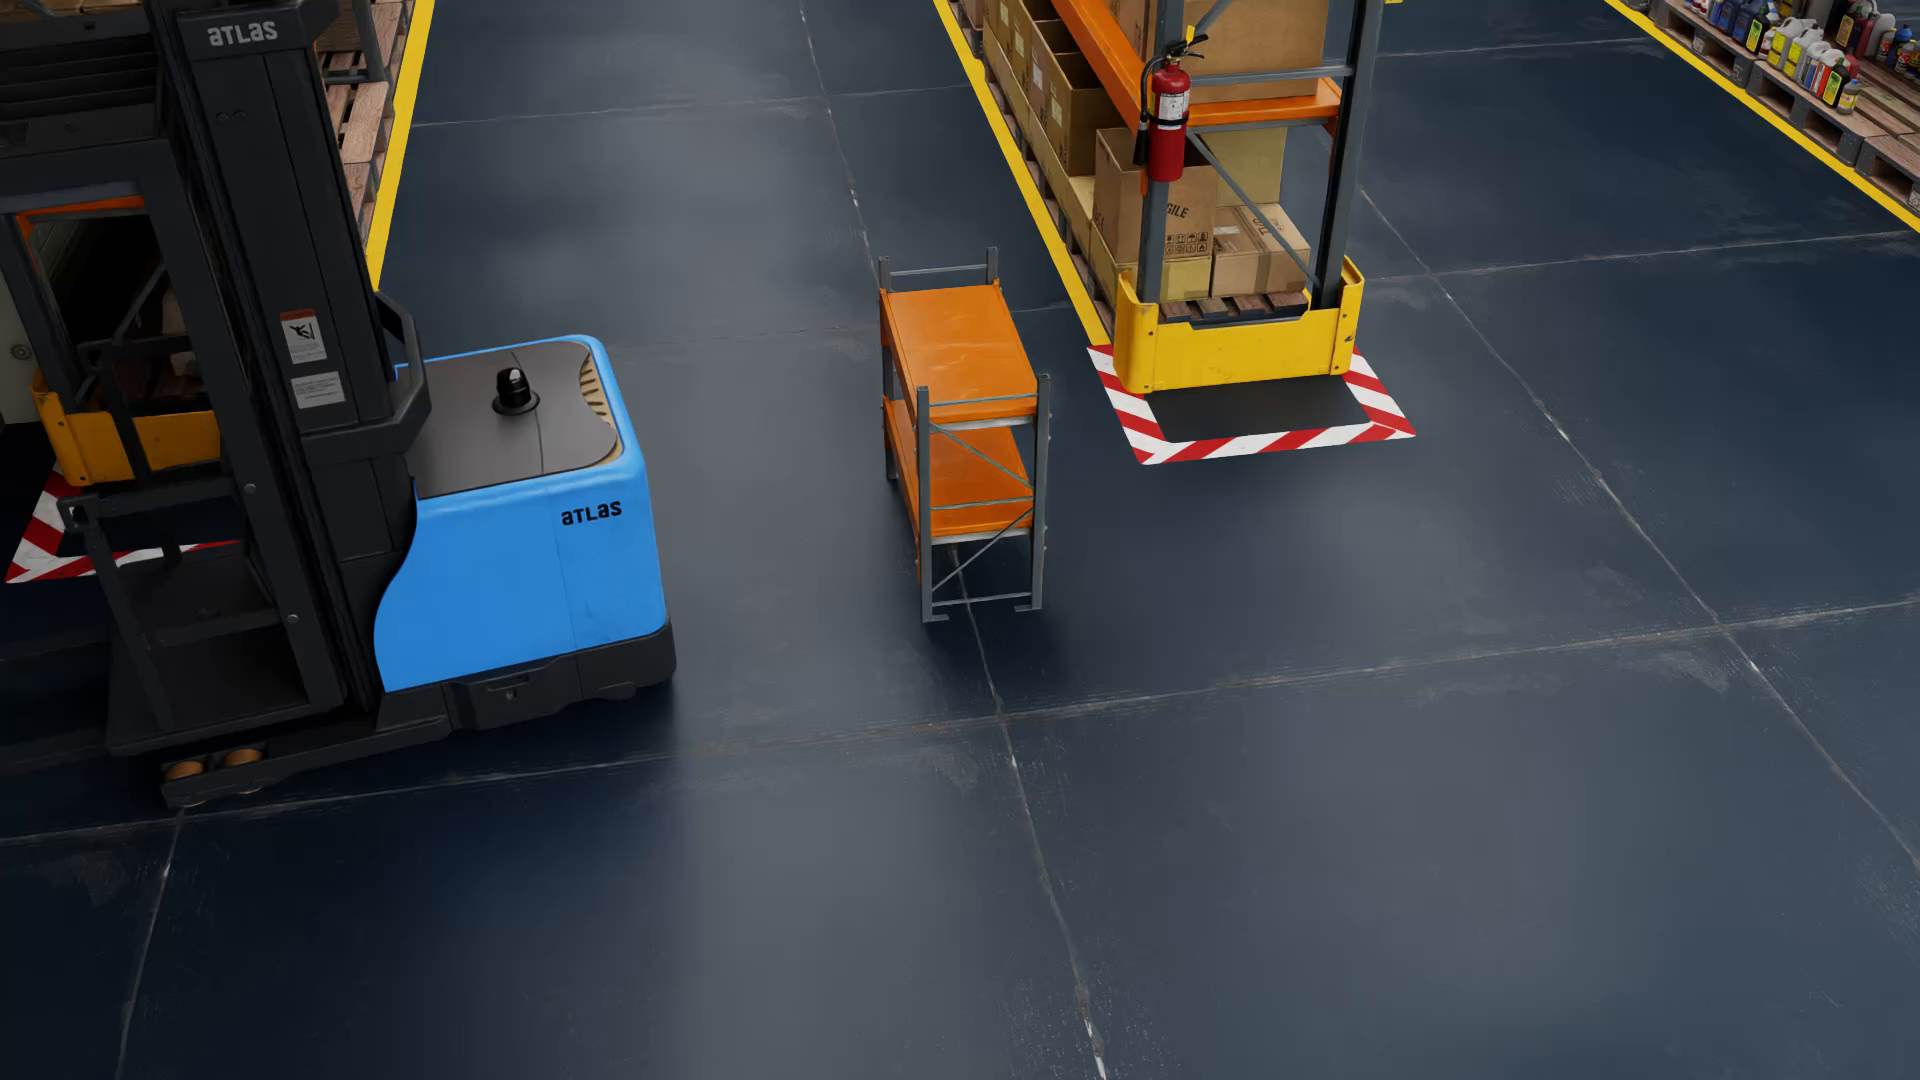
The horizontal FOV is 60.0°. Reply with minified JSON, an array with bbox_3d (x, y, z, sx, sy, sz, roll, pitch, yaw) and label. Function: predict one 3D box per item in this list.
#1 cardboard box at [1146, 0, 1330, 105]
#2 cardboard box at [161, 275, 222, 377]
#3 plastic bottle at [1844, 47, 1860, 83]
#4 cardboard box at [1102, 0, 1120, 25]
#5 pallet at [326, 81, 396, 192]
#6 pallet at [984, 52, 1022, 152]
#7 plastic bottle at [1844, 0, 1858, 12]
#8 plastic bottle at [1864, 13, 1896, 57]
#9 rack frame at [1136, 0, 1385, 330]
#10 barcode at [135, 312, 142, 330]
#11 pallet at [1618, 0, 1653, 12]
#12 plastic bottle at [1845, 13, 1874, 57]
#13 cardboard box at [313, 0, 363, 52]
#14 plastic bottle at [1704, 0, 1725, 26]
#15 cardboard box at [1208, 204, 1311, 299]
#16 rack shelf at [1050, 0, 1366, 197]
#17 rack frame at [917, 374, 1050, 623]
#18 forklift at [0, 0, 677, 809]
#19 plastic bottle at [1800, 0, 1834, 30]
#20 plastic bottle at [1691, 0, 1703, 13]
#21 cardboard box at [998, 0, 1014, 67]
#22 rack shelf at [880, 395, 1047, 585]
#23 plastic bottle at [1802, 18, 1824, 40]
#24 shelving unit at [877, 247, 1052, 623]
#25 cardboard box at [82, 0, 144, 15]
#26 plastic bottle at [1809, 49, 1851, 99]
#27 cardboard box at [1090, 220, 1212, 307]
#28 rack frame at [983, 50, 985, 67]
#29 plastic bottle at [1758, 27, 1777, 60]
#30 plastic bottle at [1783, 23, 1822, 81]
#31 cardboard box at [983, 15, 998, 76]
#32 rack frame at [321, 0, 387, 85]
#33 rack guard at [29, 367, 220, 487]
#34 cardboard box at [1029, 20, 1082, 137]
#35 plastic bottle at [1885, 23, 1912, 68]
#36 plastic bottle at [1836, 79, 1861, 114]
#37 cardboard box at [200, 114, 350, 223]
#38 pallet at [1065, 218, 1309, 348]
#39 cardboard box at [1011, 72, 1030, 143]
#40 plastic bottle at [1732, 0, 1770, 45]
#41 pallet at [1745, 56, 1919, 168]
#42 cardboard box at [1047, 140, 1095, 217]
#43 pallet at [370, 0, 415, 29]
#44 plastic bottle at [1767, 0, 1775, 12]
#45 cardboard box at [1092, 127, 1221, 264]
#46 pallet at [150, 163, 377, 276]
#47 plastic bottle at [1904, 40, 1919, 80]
[{"bbox_3d":[1.292,-2.400,7.813,0.700,0.500,0.500,-6,38,-8],"label":"cardboard box"},{"bbox_3d":[-3.548,-1.082,8.031,0.500,0.311,0.500,-10,39,-13],"label":"cardboard box"},{"bbox_3d":[5.572,-2.938,10.442,0.061,0.283,0.133,-6,38,-8],"label":"plastic bottle"},{"bbox_3d":[1.113,-3.017,8.608,0.700,0.500,0.500,-6,38,-8],"label":"cardboard box"},{"bbox_3d":[-4.064,-2.455,10.238,1.003,0.211,1.213,-6,38,-8],"label":"pallet"},{"bbox_3d":[0.758,-2.907,10.820,1.003,0.211,1.213,-6,38,-8],"label":"pallet"},{"bbox_3d":[6.037,-3.557,11.239,0.061,0.283,0.133,-4,38,-5],"label":"plastic bottle"},{"bbox_3d":[6.048,-3.355,10.984,0.152,0.276,0.135,-6,38,-7],"label":"plastic bottle"},{"bbox_3d":[1.361,-2.077,7.479,1.000,3.000,0.127,-6,38,-8],"label":"rack frame"},{"bbox_3d":[-3.945,-1.053,7.987,0.001,0.075,0.075,-6,38,-8],"label":"barcode"},{"bbox_3d":[5.361,-4.393,12.732,1.003,0.211,1.213,-6,38,-8],"label":"pallet"},{"bbox_3d":[5.944,-3.346,10.967,0.061,0.283,0.133,-6,38,-8],"label":"plastic bottle"},{"bbox_3d":[-4.362,-3.588,11.102,0.700,0.500,0.500,-5,38,-6],"label":"cardboard box"},{"bbox_3d":[5.245,-3.690,11.416,0.152,0.276,0.135,-5,38,-6],"label":"plastic bottle"},{"bbox_3d":[1.486,-1.505,8.642,0.500,0.250,0.500,-6,38,-8],"label":"cardboard box"},{"bbox_3d":[1.010,-3.001,9.255,1.077,0.370,4.000,-6,38,-8],"label":"rack shelf"},{"bbox_3d":[0.088,-0.141,6.515,0.500,1.125,0.032,-6,38,-8],"label":"rack frame"},{"bbox_3d":[-2.681,-0.560,5.582,3.031,2.935,1.130,-12,39,-15],"label":"forklift"},{"bbox_3d":[5.826,-3.617,11.322,0.152,0.276,0.135,-6,38,-8],"label":"plastic bottle"},{"bbox_3d":[5.179,-3.792,11.608,0.097,0.201,0.097,0,38,0],"label":"plastic bottle"},{"bbox_3d":[0.528,-3.255,10.282,0.500,0.500,0.500,-6,38,-8],"label":"cardboard box"},{"bbox_3d":[-0.001,-0.255,7.060,0.538,0.278,1.000,-6,38,-8],"label":"rack shelf"},{"bbox_3d":[5.519,-3.250,10.850,0.152,0.276,0.135,-6,38,-8],"label":"plastic bottle"},{"bbox_3d":[-0.001,-0.448,6.910,0.538,1.125,1.048,-6,38,-8],"label":"shelving unit"},{"bbox_3d":[-3.303,-2.108,7.013,0.500,0.500,0.500,-6,38,-8],"label":"cardboard box"},{"bbox_3d":[5.467,-2.923,10.429,0.152,0.276,0.135,-6,38,-8],"label":"plastic bottle"},{"bbox_3d":[0.976,-1.450,8.570,0.500,0.250,0.500,-6,38,-8],"label":"cardboard box"},{"bbox_3d":[0.660,-4.493,10.589,1.000,3.000,0.127,-6,38,-8],"label":"rack frame"},{"bbox_3d":[5.329,-3.273,10.940,0.097,0.201,0.097,0,38,0],"label":"plastic bottle"},{"bbox_3d":[5.410,-3.136,10.643,0.144,0.351,0.185,-5,38,-6],"label":"plastic bottle"},{"bbox_3d":[0.442,-3.261,10.901,0.500,0.250,0.500,-6,38,-8],"label":"cardboard box"},{"bbox_3d":[-4.217,-3.958,9.900,1.000,3.000,0.127,-6,38,-8],"label":"rack frame"},{"bbox_3d":[-3.529,-0.601,7.616,1.175,0.500,0.348,-6,38,-8],"label":"rack guard"},{"bbox_3d":[0.698,-2.650,9.504,0.500,0.500,0.500,-6,38,-8],"label":"cardboard box"},{"bbox_3d":[6.114,-3.223,10.819,0.097,0.271,0.097,0,38,0],"label":"plastic bottle"},{"bbox_3d":[5.485,-2.739,10.253,0.097,0.201,0.097,0,38,0],"label":"plastic bottle"},{"bbox_3d":[-3.728,-1.949,8.993,0.700,0.500,0.500,-9,39,-11],"label":"cardboard box"},{"bbox_3d":[1.185,-1.434,8.923,1.003,0.211,1.213,-6,38,-8],"label":"pallet"},{"bbox_3d":[0.608,-2.656,10.122,0.500,0.250,0.500,-6,38,-8],"label":"cardboard box"},{"bbox_3d":[5.303,-3.505,11.118,0.144,0.351,0.185,-8,39,-10],"label":"plastic bottle"},{"bbox_3d":[5.831,-2.774,10.649,1.003,0.211,1.213,-6,38,-8],"label":"pallet"},{"bbox_3d":[0.787,-2.052,9.345,0.500,0.250,0.500,-6,38,-8],"label":"cardboard box"},{"bbox_3d":[-4.572,-4.066,12.311,1.003,0.211,1.213,-6,38,-8],"label":"pallet"},{"bbox_3d":[5.414,-3.513,11.193,0.097,0.271,0.097,0,38,0],"label":"plastic bottle"},{"bbox_3d":[0.974,-1.745,8.339,0.500,0.500,0.500,-6,38,-8],"label":"cardboard box"},{"bbox_3d":[-3.847,-1.717,9.288,1.003,0.211,1.213,-6,38,-8],"label":"pallet"},{"bbox_3d":[6.149,-3.100,10.661,0.097,0.271,0.097,0,38,0],"label":"plastic bottle"}]
